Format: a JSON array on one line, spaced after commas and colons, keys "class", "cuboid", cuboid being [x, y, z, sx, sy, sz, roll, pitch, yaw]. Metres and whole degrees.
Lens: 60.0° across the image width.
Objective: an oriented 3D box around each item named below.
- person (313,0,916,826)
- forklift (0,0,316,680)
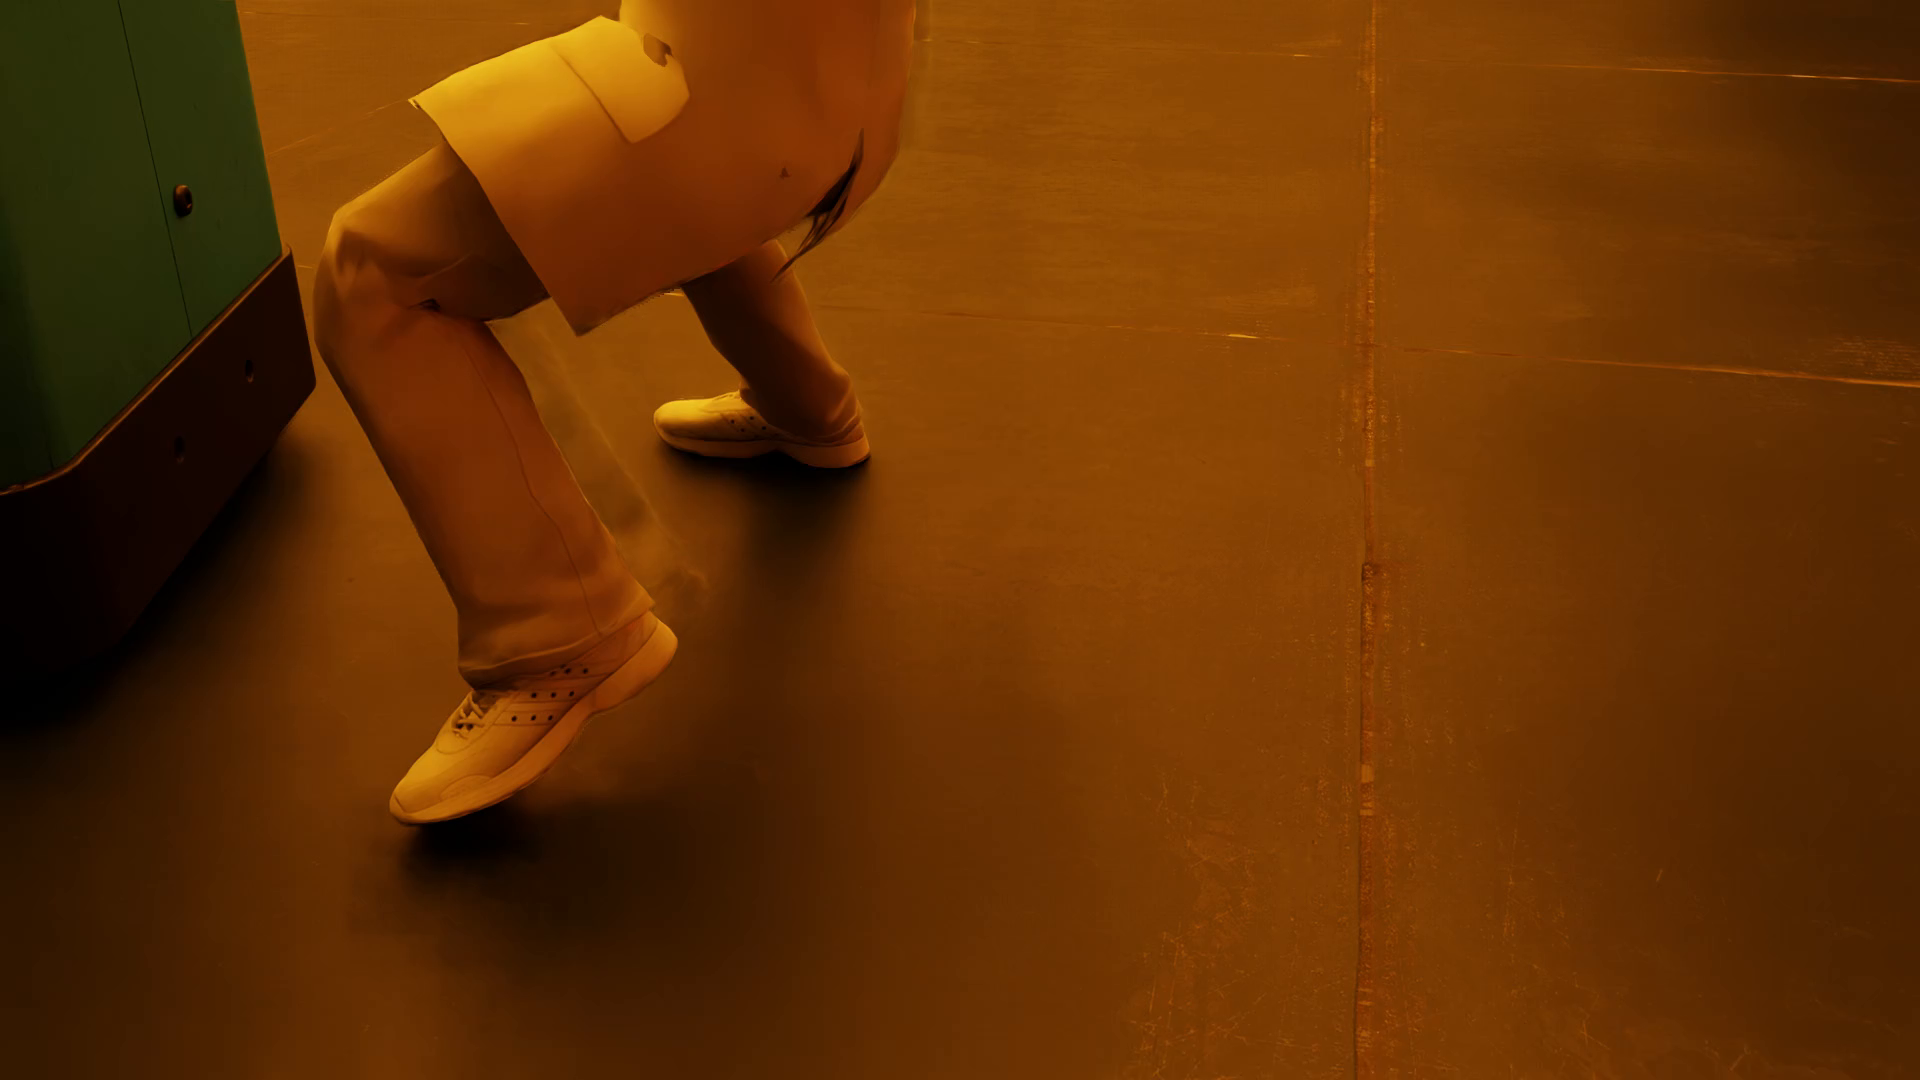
[{"class": "person", "cuboid": [-0.427, -0.598, 1.981, 0.740, 1.534, 1.178, 12, 29, 23]}, {"class": "forklift", "cuboid": [-2.593, -1.271, 1.765, 3.031, 2.935, 1.130, -2, 27, -3]}]
